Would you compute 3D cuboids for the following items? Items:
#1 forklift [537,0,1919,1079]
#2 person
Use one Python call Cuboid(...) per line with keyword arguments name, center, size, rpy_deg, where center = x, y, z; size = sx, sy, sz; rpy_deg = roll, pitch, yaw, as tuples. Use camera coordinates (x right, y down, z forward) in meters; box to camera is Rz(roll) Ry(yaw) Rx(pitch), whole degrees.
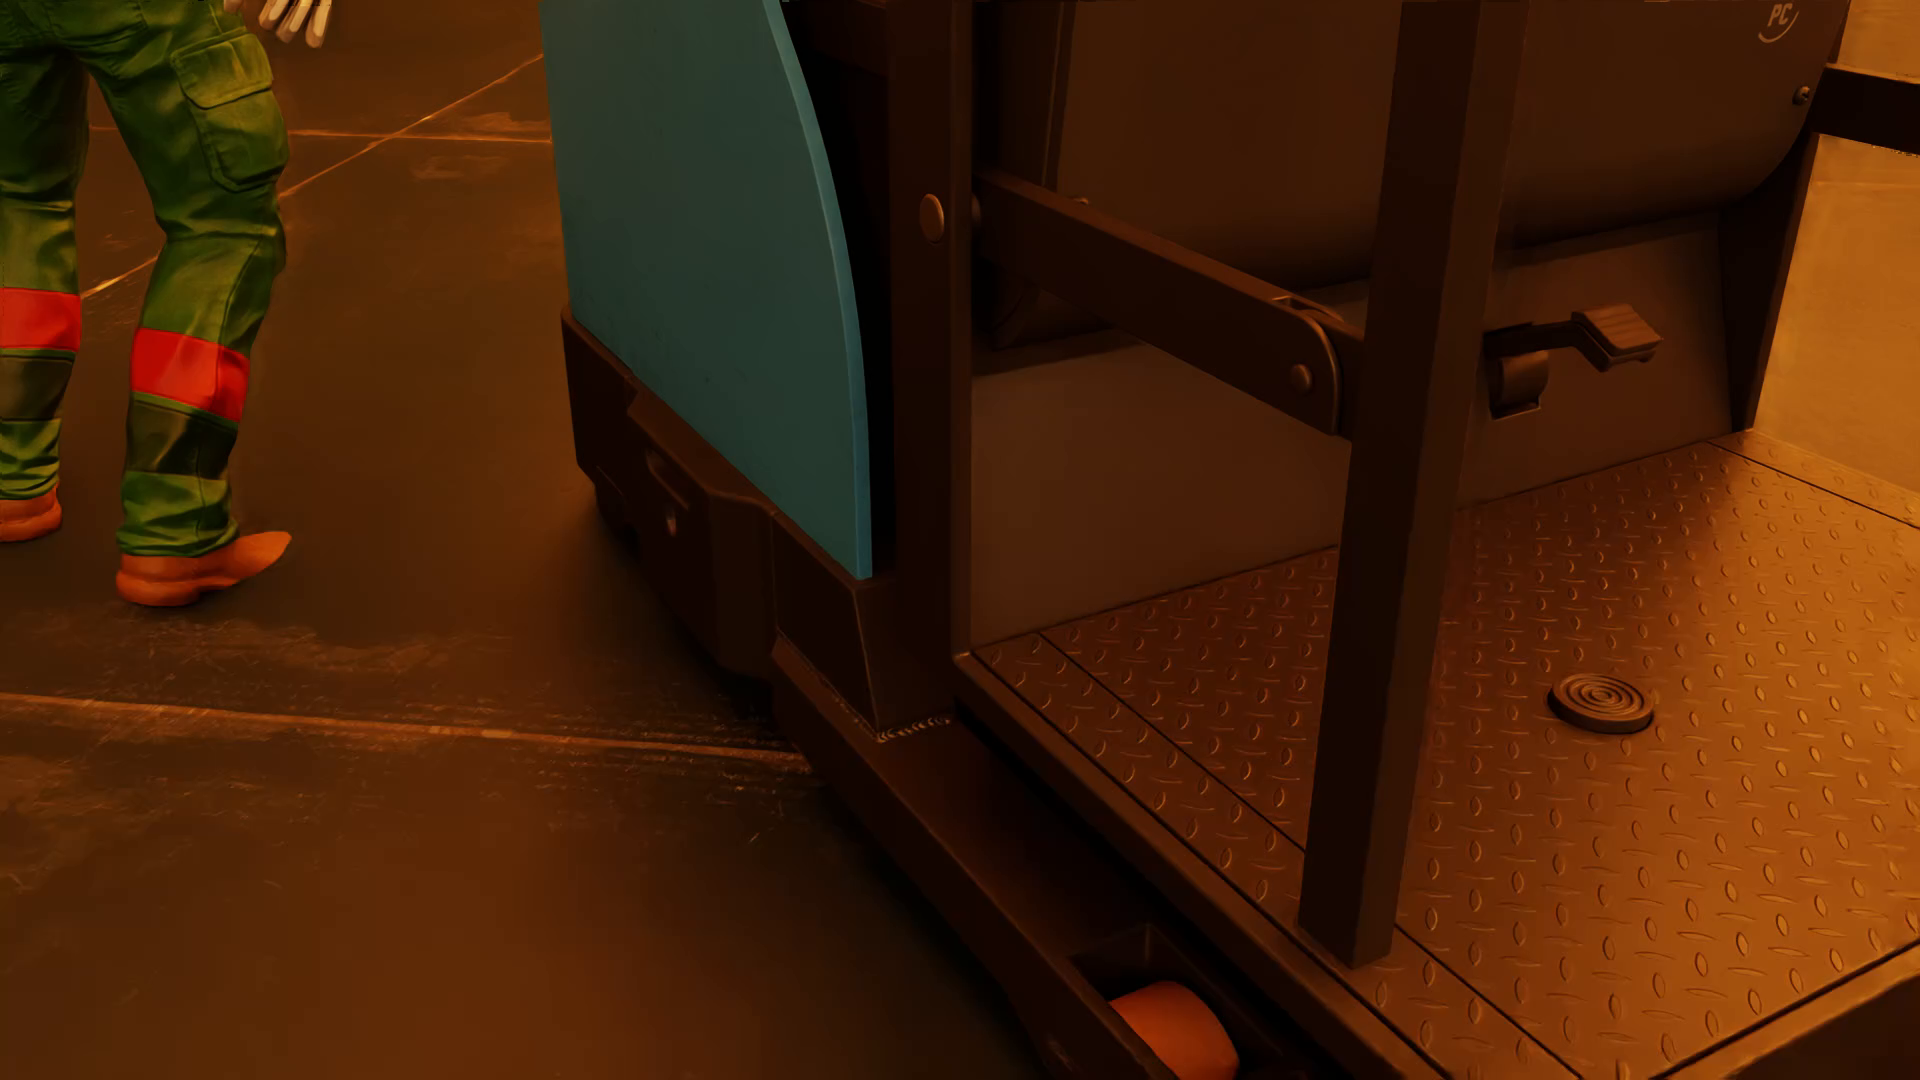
Cuboid(name="forklift", center=(0.563, -0.925, 1.071), size=(1.130, 2.935, 3.031), rpy_deg=(-14, 30, -26))
Cuboid(name="person", center=(-1.171, -0.758, 2.147), size=(0.871, 1.749, 0.495), rpy_deg=(7, 27, 14))
